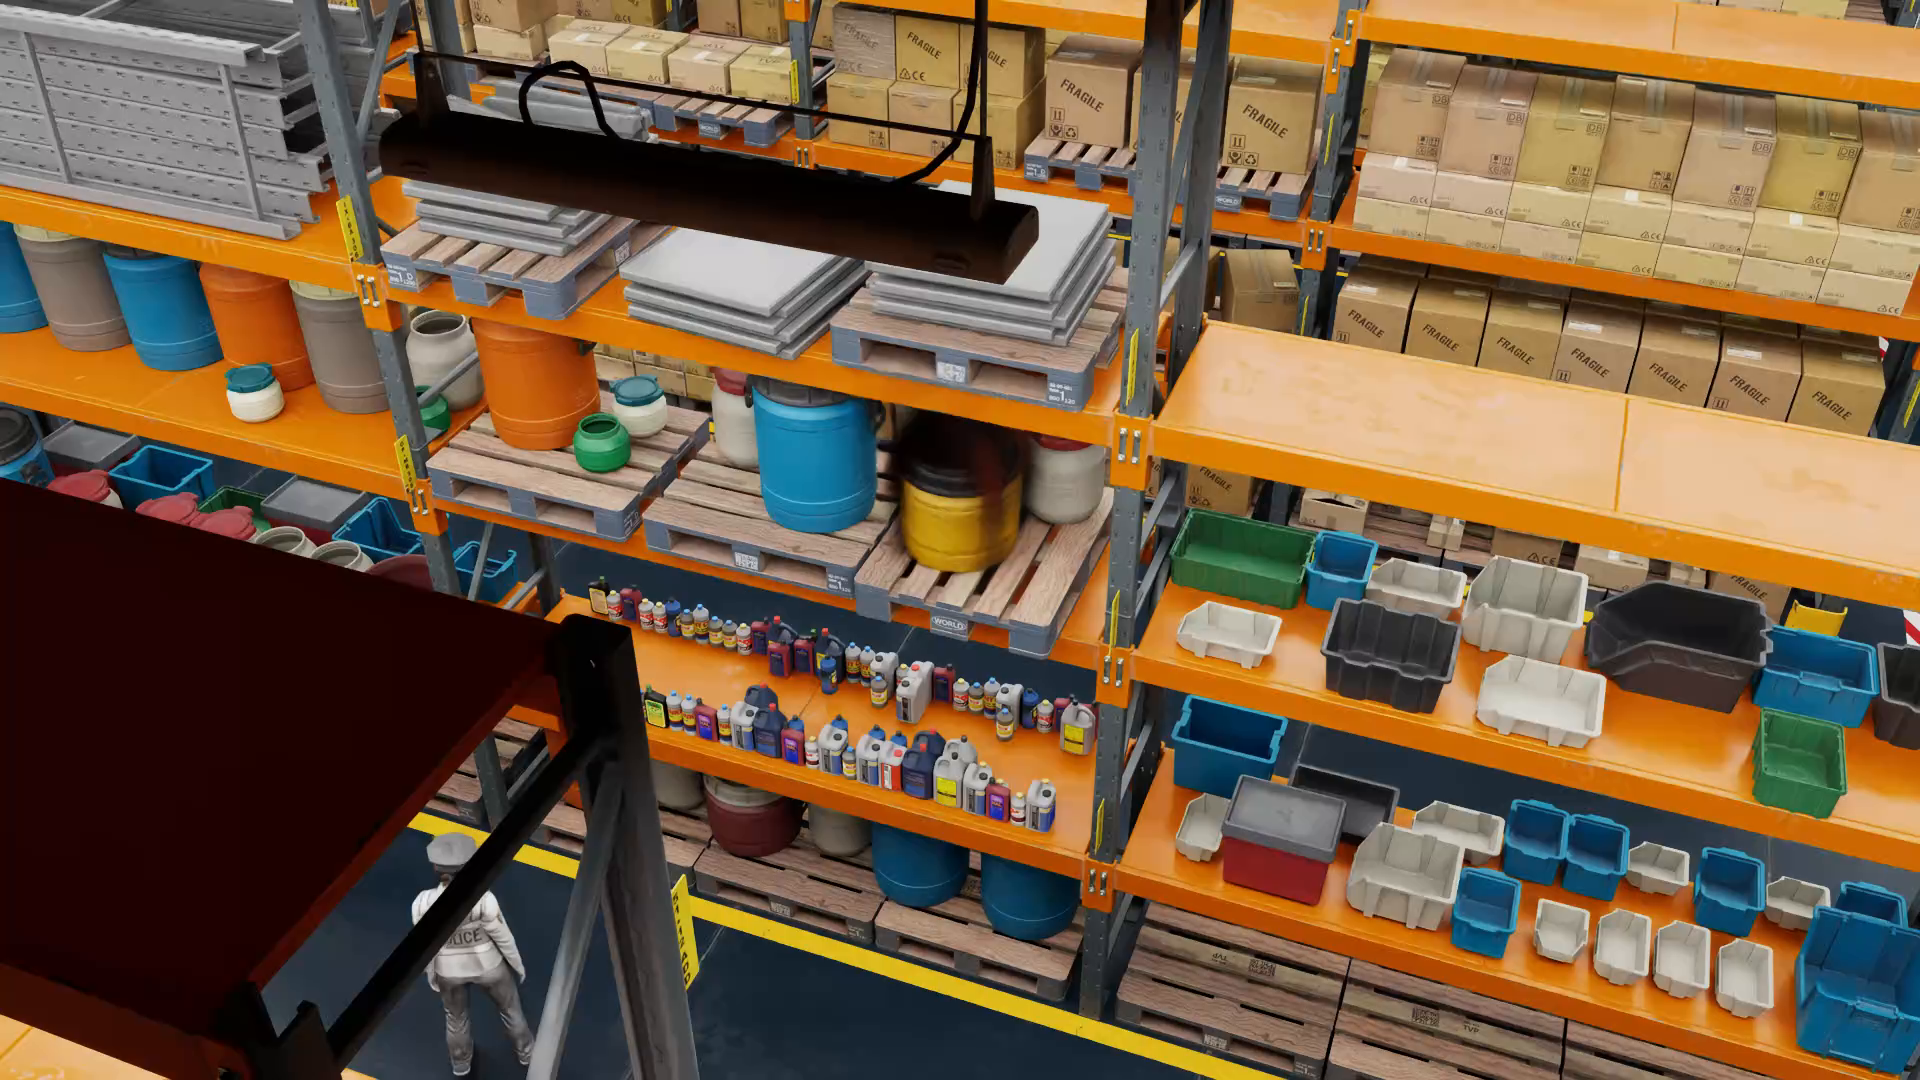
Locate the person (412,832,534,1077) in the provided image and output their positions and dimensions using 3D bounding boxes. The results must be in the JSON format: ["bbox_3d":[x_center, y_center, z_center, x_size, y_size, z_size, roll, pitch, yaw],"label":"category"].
[{"bbox_3d":[-2.602,2.246,8.881,0.539,1.670,0.373,-2,37,-3],"label":"person"}]
